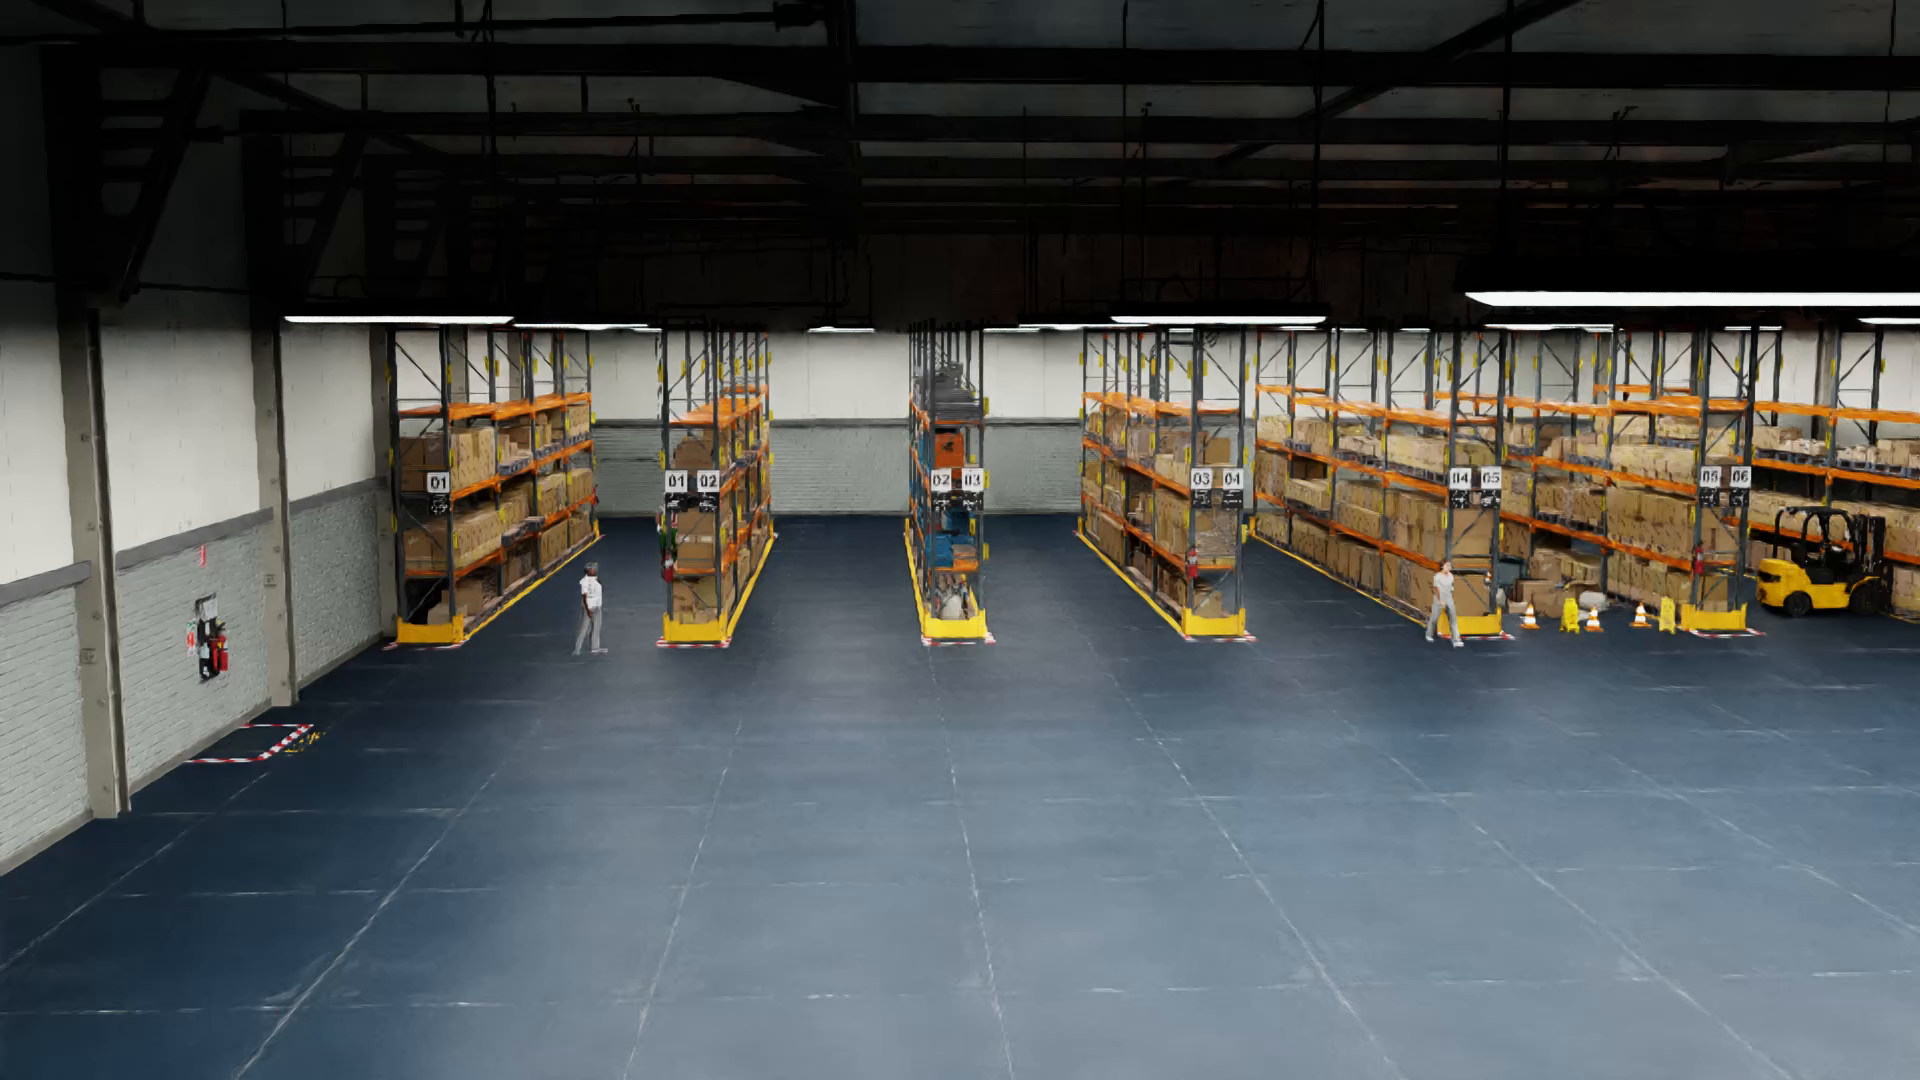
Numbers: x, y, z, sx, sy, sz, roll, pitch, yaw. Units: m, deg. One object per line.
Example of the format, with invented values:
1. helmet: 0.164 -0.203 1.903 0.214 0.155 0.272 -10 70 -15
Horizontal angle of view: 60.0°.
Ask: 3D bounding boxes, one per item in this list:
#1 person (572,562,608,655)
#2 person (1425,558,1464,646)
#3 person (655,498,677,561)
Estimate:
1. person: -6.675 1.223 29.792 0.439 1.677 0.649 4 8 27
2. person: 8.916 1.133 30.653 0.444 1.604 1.016 -1 7 -11
3. person: -7.333 -0.305 41.907 0.677 1.742 0.552 -1 7 -5
